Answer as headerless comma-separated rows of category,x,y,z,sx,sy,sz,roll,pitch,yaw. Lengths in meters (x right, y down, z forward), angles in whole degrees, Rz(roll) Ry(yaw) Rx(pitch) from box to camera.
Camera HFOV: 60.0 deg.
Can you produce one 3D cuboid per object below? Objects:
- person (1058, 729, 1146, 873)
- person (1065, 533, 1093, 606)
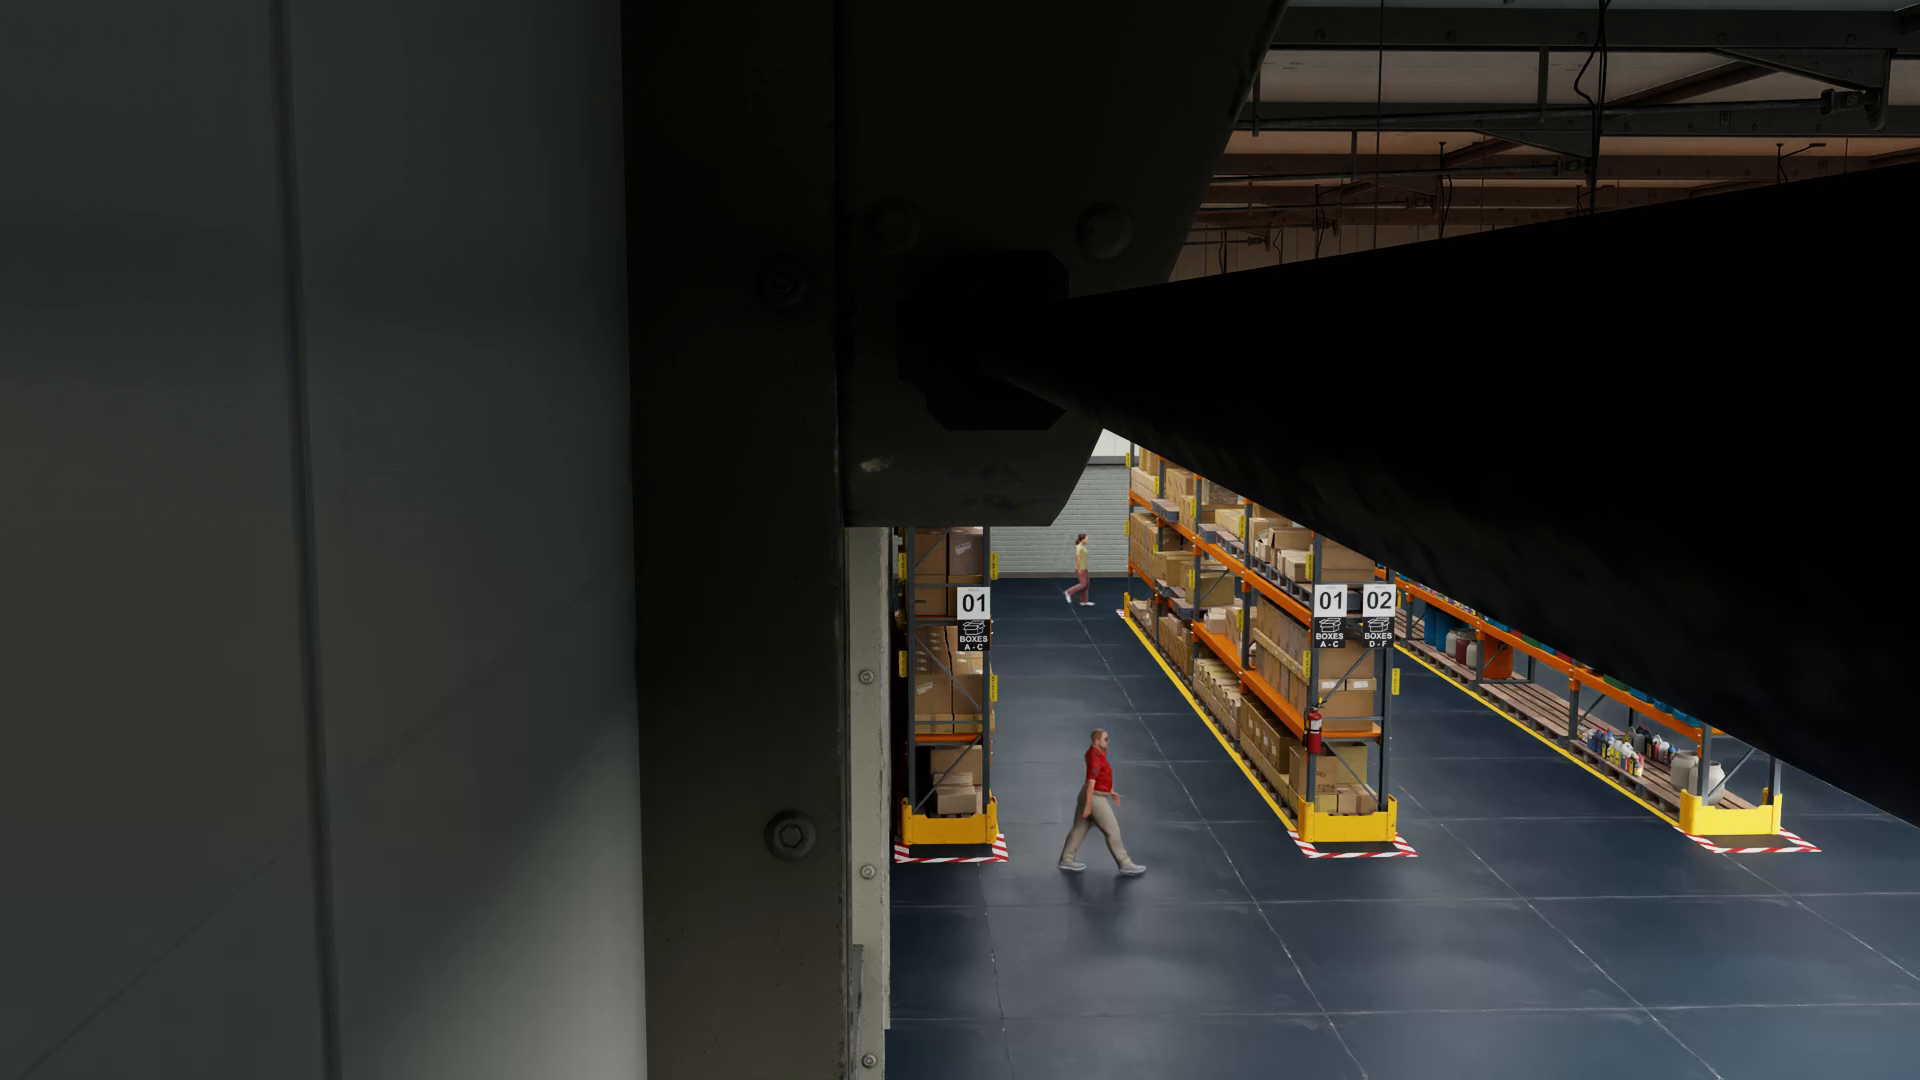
person,1.638,3.013,19.312,0.981,1.672,0.539,-1,7,-11
person,2.710,0.667,37.694,0.617,1.668,0.490,2,8,19
